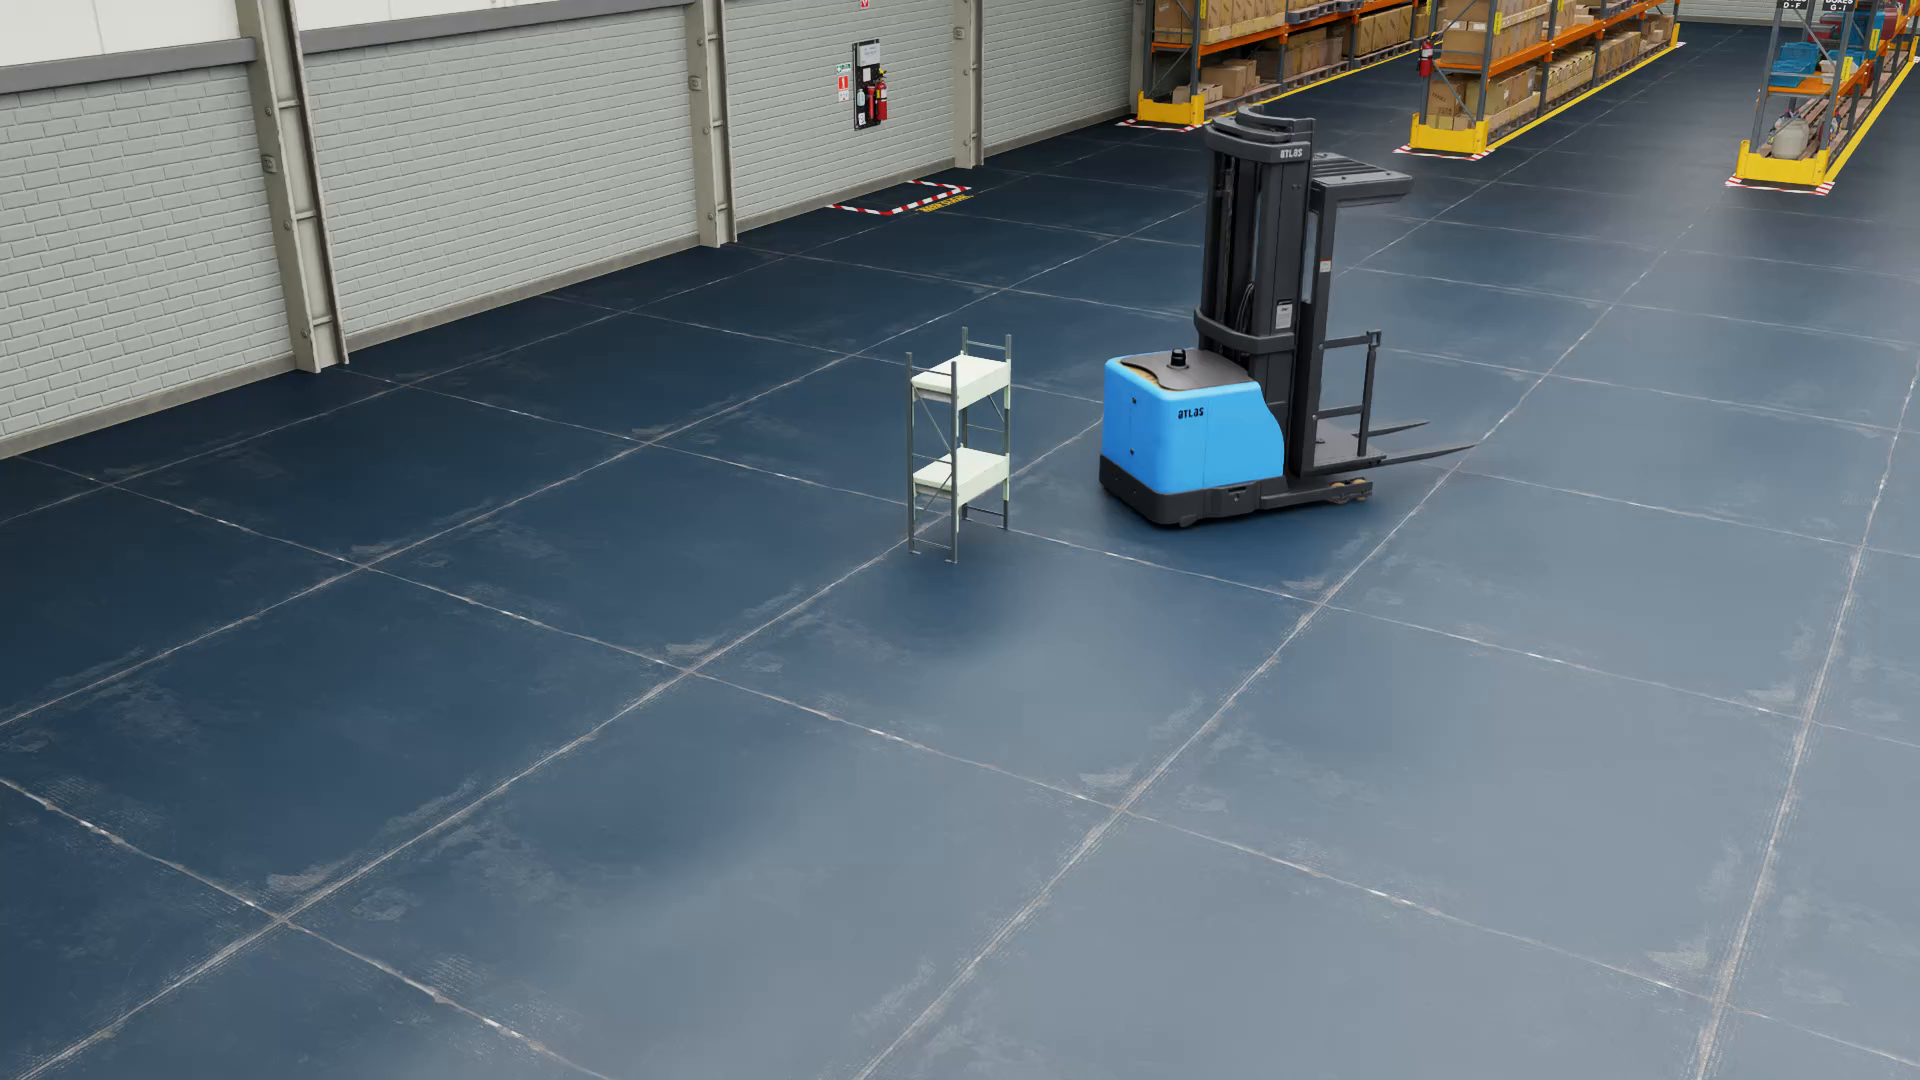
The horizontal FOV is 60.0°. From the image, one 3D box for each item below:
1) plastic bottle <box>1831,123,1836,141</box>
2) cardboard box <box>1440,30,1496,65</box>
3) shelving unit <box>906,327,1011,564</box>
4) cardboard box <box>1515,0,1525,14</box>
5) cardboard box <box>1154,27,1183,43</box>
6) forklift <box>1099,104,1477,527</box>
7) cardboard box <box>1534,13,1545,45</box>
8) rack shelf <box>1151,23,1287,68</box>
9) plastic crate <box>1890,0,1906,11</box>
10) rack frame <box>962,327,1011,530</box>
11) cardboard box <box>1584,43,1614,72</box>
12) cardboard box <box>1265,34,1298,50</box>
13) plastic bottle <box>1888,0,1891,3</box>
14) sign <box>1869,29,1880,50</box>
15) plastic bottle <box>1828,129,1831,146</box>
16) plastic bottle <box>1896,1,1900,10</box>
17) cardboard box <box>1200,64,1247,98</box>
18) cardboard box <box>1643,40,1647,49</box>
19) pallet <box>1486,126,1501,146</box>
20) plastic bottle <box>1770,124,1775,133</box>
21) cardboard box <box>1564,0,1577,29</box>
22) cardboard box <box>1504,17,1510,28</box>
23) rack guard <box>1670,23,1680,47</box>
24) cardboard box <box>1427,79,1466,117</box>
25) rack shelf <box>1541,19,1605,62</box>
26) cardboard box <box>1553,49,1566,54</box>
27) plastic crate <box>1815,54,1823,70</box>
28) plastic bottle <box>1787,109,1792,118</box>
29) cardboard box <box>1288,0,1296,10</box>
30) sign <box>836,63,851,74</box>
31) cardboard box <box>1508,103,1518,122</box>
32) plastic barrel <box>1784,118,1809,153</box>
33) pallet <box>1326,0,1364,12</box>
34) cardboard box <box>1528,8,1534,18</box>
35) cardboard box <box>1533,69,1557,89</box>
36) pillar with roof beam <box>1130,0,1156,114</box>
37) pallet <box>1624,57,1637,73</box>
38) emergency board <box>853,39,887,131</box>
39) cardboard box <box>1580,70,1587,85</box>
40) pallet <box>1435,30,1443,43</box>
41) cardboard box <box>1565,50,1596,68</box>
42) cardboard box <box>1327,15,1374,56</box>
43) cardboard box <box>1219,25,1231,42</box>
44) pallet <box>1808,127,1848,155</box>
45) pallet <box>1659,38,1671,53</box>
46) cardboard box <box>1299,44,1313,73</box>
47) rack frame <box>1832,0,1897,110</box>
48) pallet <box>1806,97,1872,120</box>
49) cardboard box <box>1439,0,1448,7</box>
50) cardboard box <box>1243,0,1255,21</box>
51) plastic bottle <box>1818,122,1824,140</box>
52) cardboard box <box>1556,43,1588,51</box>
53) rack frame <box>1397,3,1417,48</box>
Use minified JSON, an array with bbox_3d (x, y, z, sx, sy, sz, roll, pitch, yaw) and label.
[{"bbox_3d":[13.731,-6.453,26.255,0.152,0.276,0.135,14,27,30],"label":"plastic bottle"},{"bbox_3d":[8.128,-7.897,26.589,0.700,0.500,0.500,14,27,29],"label":"cardboard box"},{"bbox_3d":[-0.004,-0.686,11.947,0.431,1.500,0.755,14,27,29],"label":"shelving unit"},{"bbox_3d":[8.958,-9.028,27.570,0.700,0.500,0.500,14,27,29],"label":"cardboard box"},{"bbox_3d":[3.742,-8.871,29.131,0.500,0.250,0.500,14,27,30],"label":"cardboard box"},{"bbox_3d":[2.666,-1.804,12.728,3.031,2.935,1.130,-9,25,-21],"label":"forklift"},{"bbox_3d":[9.752,-8.941,29.001,0.700,0.500,0.500,13,27,28],"label":"cardboard box"},{"bbox_3d":[4.715,-9.078,30.349,1.077,0.370,4.000,14,27,29],"label":"rack shelf"},{"bbox_3d":[19.091,-11.012,33.757,0.402,0.464,0.583,14,27,29],"label":"plastic crate"},{"bbox_3d":[0.190,-0.810,12.232,0.400,1.500,0.023,14,27,29],"label":"rack frame"},{"bbox_3d":[12.845,-9.722,33.525,0.500,0.500,0.500,13,27,27],"label":"cardboard box"},{"bbox_3d":[6.374,-9.883,32.952,0.500,0.250,0.500,13,27,28],"label":"cardboard box"},{"bbox_3d":[18.077,-10.335,32.411,0.144,0.351,0.185,14,27,29],"label":"plastic bottle"},{"bbox_3d":[14.648,-8.015,26.639,0.100,0.325,0.005,14,27,29],"label":"sign"},{"bbox_3d":[13.433,-6.231,25.733,0.061,0.283,0.133,14,27,30],"label":"plastic bottle"},{"bbox_3d":[18.102,-10.243,32.197,0.144,0.351,0.185,14,27,29],"label":"plastic bottle"},{"bbox_3d":[4.832,-8.432,30.544,0.700,0.500,0.500,12,26,26],"label":"cardboard box"},{"bbox_3d":[15.053,-11.038,36.984,0.380,0.166,0.250,14,27,29],"label":"cardboard box"},{"bbox_3d":[8.238,-6.683,27.422,1.003,0.211,1.213,14,27,29],"label":"pallet"},{"bbox_3d":[12.719,-6.367,26.047,0.061,0.283,0.133,15,27,30],"label":"plastic bottle"},{"bbox_3d":[11.219,-9.872,31.153,0.500,0.500,0.500,12,26,26],"label":"cardboard box"},{"bbox_3d":[8.665,-8.385,26.901,0.380,0.149,0.250,13,27,28],"label":"cardboard box"},{"bbox_3d":[16.270,-11.923,39.163,1.175,0.500,0.348,14,27,29],"label":"rack guard"},{"bbox_3d":[7.901,-7.214,27.127,0.500,0.500,0.500,14,27,29],"label":"cardboard box"},{"bbox_3d":[11.035,-9.391,31.072,1.077,0.370,4.000,14,27,29],"label":"rack shelf"},{"bbox_3d":[11.565,-9.469,32.574,0.500,0.311,0.500,15,28,31],"label":"cardboard box"},{"bbox_3d":[13.231,-7.510,26.090,0.450,0.188,0.662,14,27,29],"label":"plastic crate"},{"bbox_3d":[13.408,-6.807,26.980,0.144,0.351,0.185,15,27,30],"label":"plastic bottle"},{"bbox_3d":[6.067,-10.495,32.038,0.700,0.500,0.500,14,27,29],"label":"cardboard box"},{"bbox_3d":[-1.576,-6.393,22.531,0.001,0.109,0.331,14,27,29],"label":"sign"},{"bbox_3d":[9.135,-7.267,28.193,0.500,0.250,0.500,14,27,29],"label":"cardboard box"},{"bbox_3d":[12.623,-6.115,25.202,0.421,0.512,0.421,0,23,0],"label":"plastic barrel"},{"bbox_3d":[7.595,-11.082,34.315,1.213,0.211,1.003,14,27,29],"label":"pallet"},{"bbox_3d":[9.481,-8.910,28.113,0.380,0.149,0.250,14,27,29],"label":"cardboard box"},{"bbox_3d":[10.410,-8.321,29.923,0.500,0.311,0.500,14,27,29],"label":"cardboard box"},{"bbox_3d":[6.952,-11.001,26.335,9.100,9.000,0.400,14,27,29],"label":"pillar with roof beam"},{"bbox_3d":[13.803,-10.184,35.509,1.003,0.211,1.213,14,27,29],"label":"pallet"},{"bbox_3d":[-1.206,-6.299,23.025,0.194,1.169,0.643,14,27,29],"label":"emergency board"},{"bbox_3d":[11.751,-8.923,32.020,0.500,0.250,0.500,14,27,28],"label":"cardboard box"},{"bbox_3d":[11.100,-12.157,40.066,1.003,0.211,1.213,14,27,29],"label":"pallet"},{"bbox_3d":[12.023,-9.356,32.312,0.500,0.311,0.500,15,27,30],"label":"cardboard box"},{"bbox_3d":[8.379,-10.860,35.737,0.750,0.750,0.750,13,27,28],"label":"cardboard box"},{"bbox_3d":[4.449,-8.949,29.311,0.500,0.250,0.500,13,27,27],"label":"cardboard box"},{"bbox_3d":[13.797,-6.509,27.020,1.003,0.211,1.213,14,27,29],"label":"pallet"},{"bbox_3d":[15.851,-11.521,38.599,1.003,0.211,1.213,14,27,29],"label":"pallet"},{"bbox_3d":[6.678,-9.738,33.562,0.700,0.500,0.500,14,27,30],"label":"cardboard box"},{"bbox_3d":[16.297,-9.357,30.088,1.000,3.000,0.127,14,27,29],"label":"rack frame"},{"bbox_3d":[15.855,-7.824,30.057,1.003,0.211,1.213,14,27,29],"label":"pallet"},{"bbox_3d":[11.769,-13.051,40.423,0.380,0.149,0.250,15,27,30],"label":"cardboard box"},{"bbox_3d":[4.976,-9.630,29.939,0.500,0.500,0.500,15,27,31],"label":"cardboard box"},{"bbox_3d":[13.640,-6.479,26.305,0.061,0.283,0.133,14,27,29],"label":"plastic bottle"},{"bbox_3d":[12.384,-9.816,33.741,0.500,0.500,0.500,15,28,31],"label":"cardboard box"},{"bbox_3d":[9.990,-12.783,38.002,1.000,3.000,0.127,14,27,29],"label":"rack frame"}]
